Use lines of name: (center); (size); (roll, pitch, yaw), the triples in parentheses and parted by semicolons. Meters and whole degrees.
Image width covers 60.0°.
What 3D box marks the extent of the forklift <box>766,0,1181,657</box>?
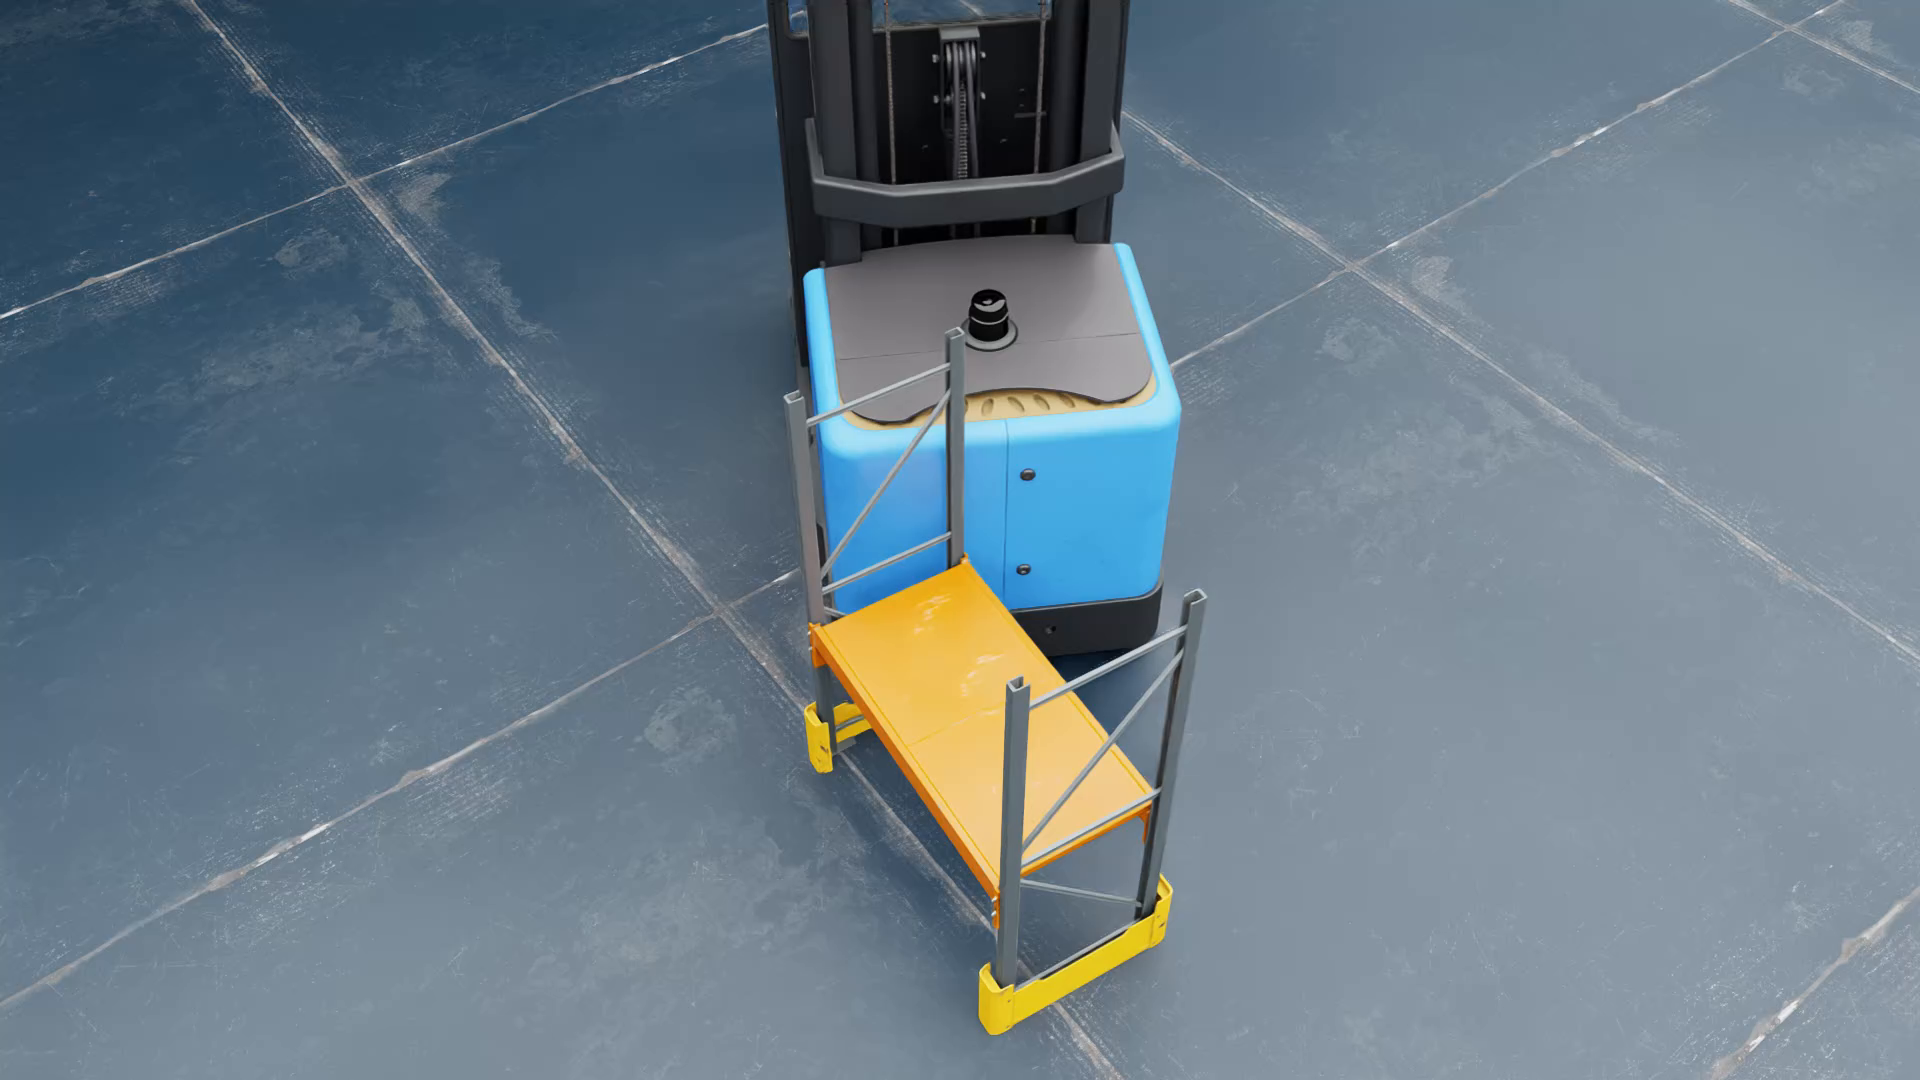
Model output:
forklift: (-0.067, -1.661, 5.277); (1.130, 2.935, 3.031); (-6, 48, -5)

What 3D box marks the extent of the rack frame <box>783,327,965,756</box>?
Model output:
rack frame: (-0.209, 0.069, 4.676); (0.500, 1.500, 0.032); (-24, 52, -20)

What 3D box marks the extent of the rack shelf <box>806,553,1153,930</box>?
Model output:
rack shelf: (0.054, 0.512, 4.516); (0.538, 0.185, 1.000); (-24, 52, -20)

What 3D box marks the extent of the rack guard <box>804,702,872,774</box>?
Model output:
rack guard: (-0.198, 0.501, 5.127); (0.587, 0.250, 0.087); (-24, 52, -20)

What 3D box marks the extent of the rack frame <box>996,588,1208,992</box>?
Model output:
rack frame: (0.317, 0.713, 4.091); (0.500, 1.500, 0.032); (-24, 52, -20)

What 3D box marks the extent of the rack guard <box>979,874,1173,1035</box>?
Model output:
rack guard: (0.316, 1.132, 4.555); (0.587, 0.250, 0.087); (-24, 52, -20)

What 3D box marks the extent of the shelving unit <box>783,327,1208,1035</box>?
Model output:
shelving unit: (0.059, 0.397, 4.378); (0.587, 1.500, 1.083); (-24, 52, -20)
